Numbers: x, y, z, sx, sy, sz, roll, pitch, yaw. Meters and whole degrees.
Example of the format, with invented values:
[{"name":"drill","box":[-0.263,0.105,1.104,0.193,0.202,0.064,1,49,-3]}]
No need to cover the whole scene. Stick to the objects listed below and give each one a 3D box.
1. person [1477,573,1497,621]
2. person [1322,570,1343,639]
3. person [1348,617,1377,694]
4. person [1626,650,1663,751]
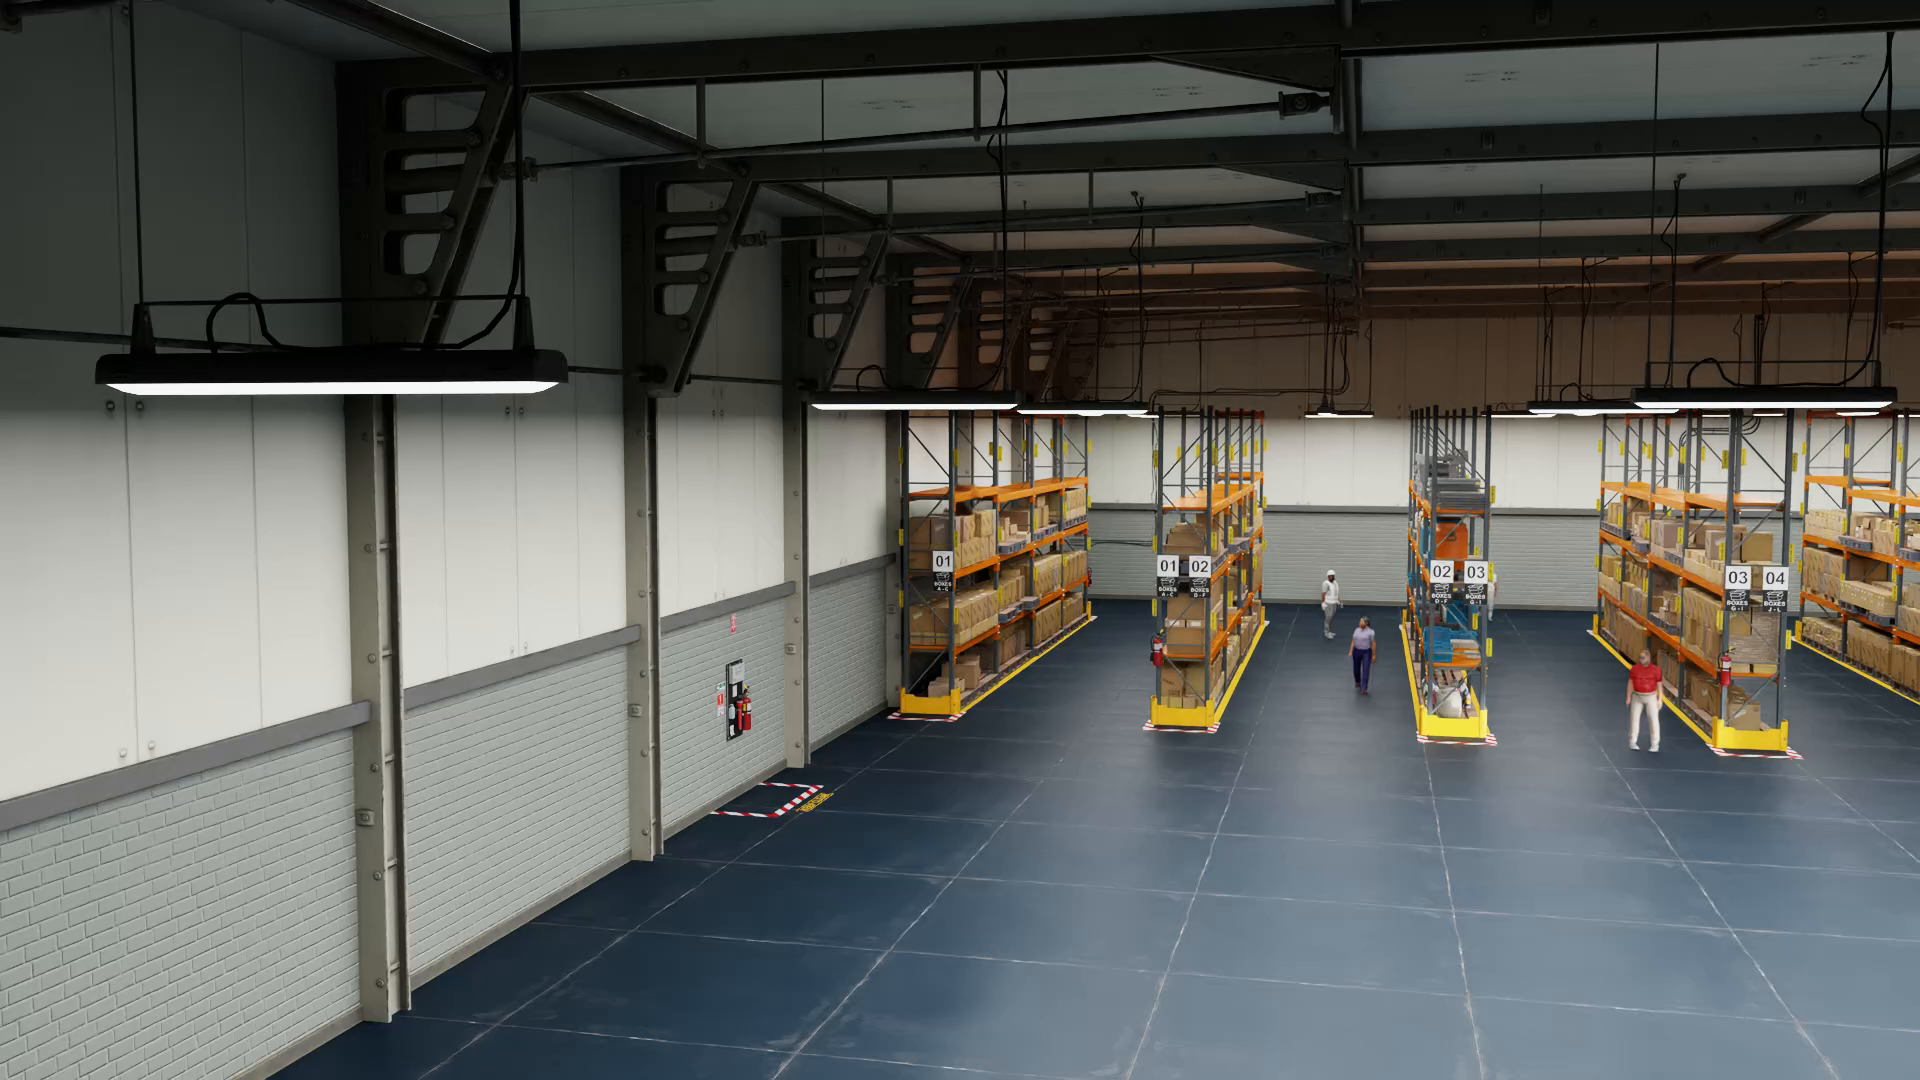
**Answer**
[{"name":"person","box":[15.110,1.472,47.636,0.509,1.641,0.690,1,4,8]},{"name":"person","box":[9.807,1.691,43.940,0.433,1.812,0.634,4,6,44]},{"name":"person","box":[8.492,2.409,35.054,0.576,1.603,0.929,1,4,19]},{"name":"person","box":[11.899,2.779,28.943,0.586,1.730,0.415,3,5,36]}]
